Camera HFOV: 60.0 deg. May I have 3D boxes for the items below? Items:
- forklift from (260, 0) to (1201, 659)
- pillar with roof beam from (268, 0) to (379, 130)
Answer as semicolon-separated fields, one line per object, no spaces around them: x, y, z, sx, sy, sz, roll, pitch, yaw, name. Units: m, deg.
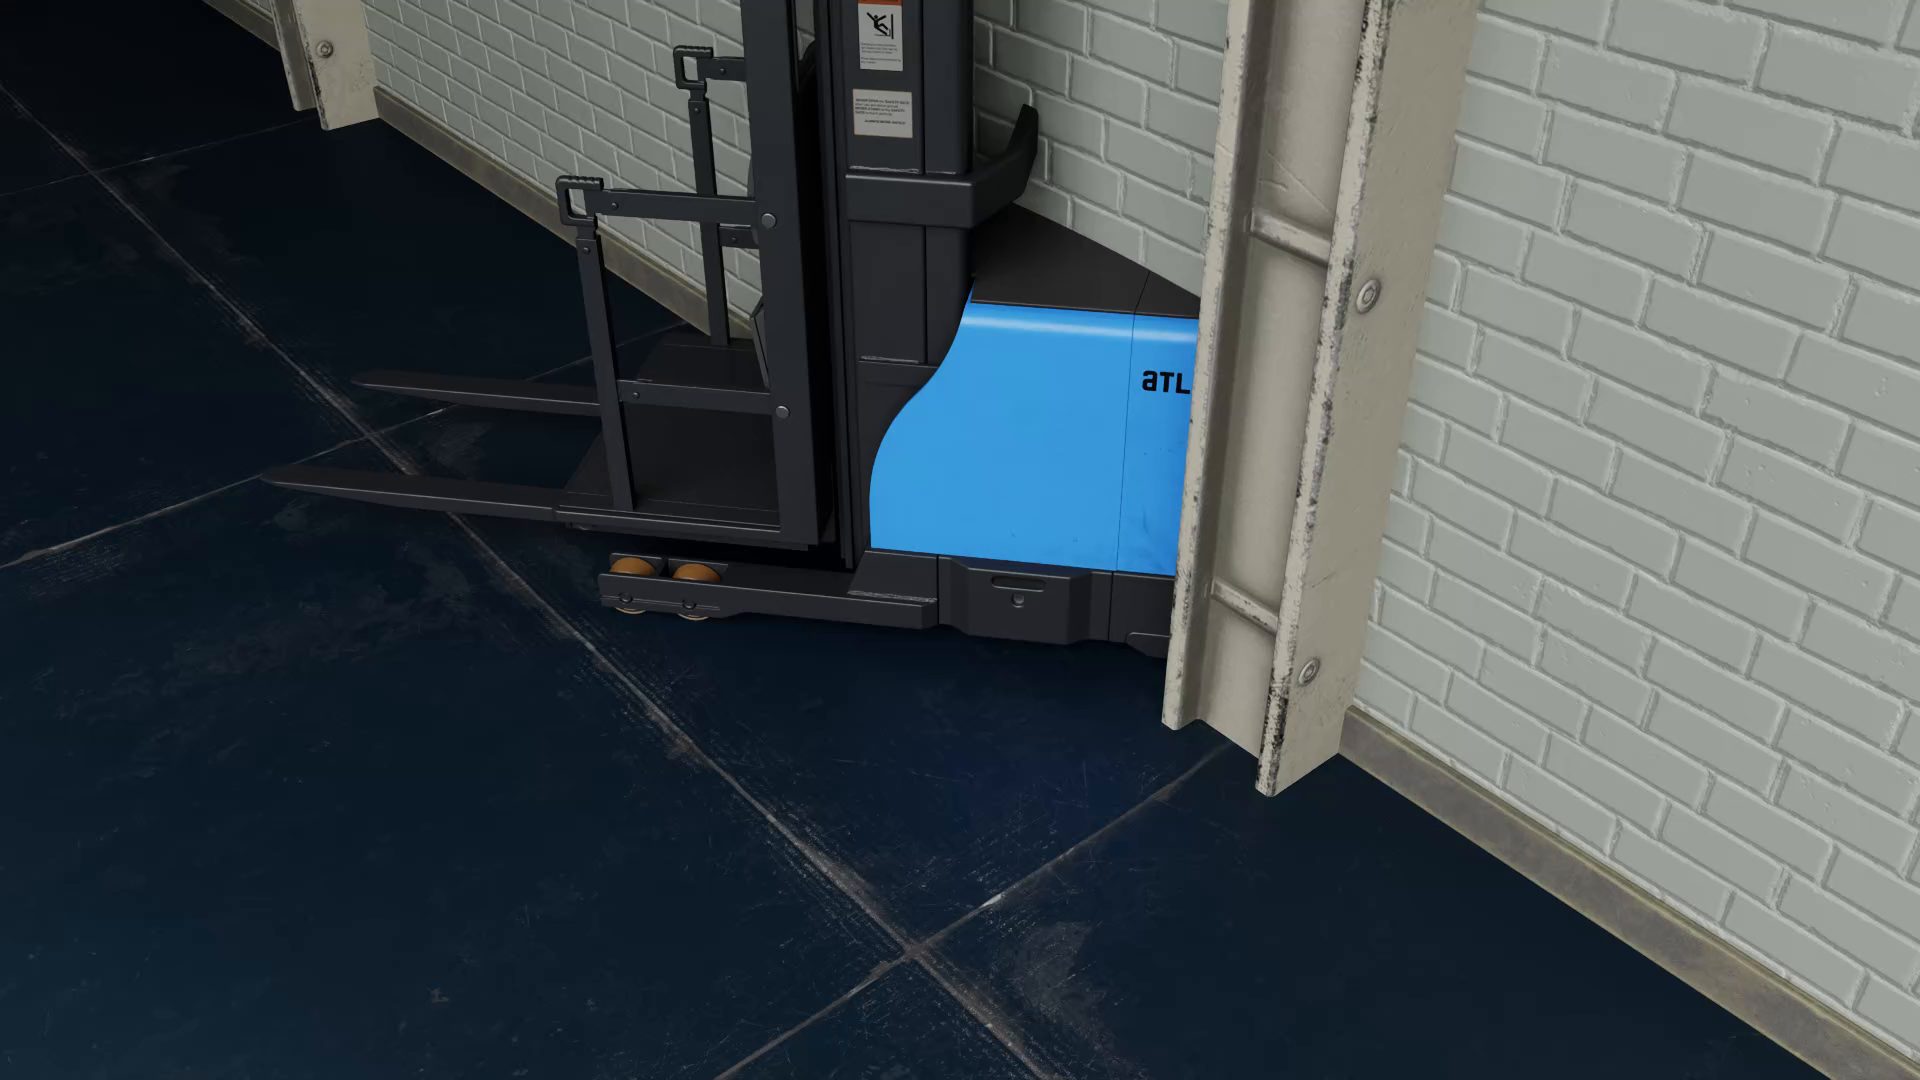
-0.616;-1.254;4.485;3.031;2.935;1.130;5;36;8;forklift
-6.368;-4.192;3.383;9.100;9.000;0.400;-26;43;-32;pillar with roof beam
